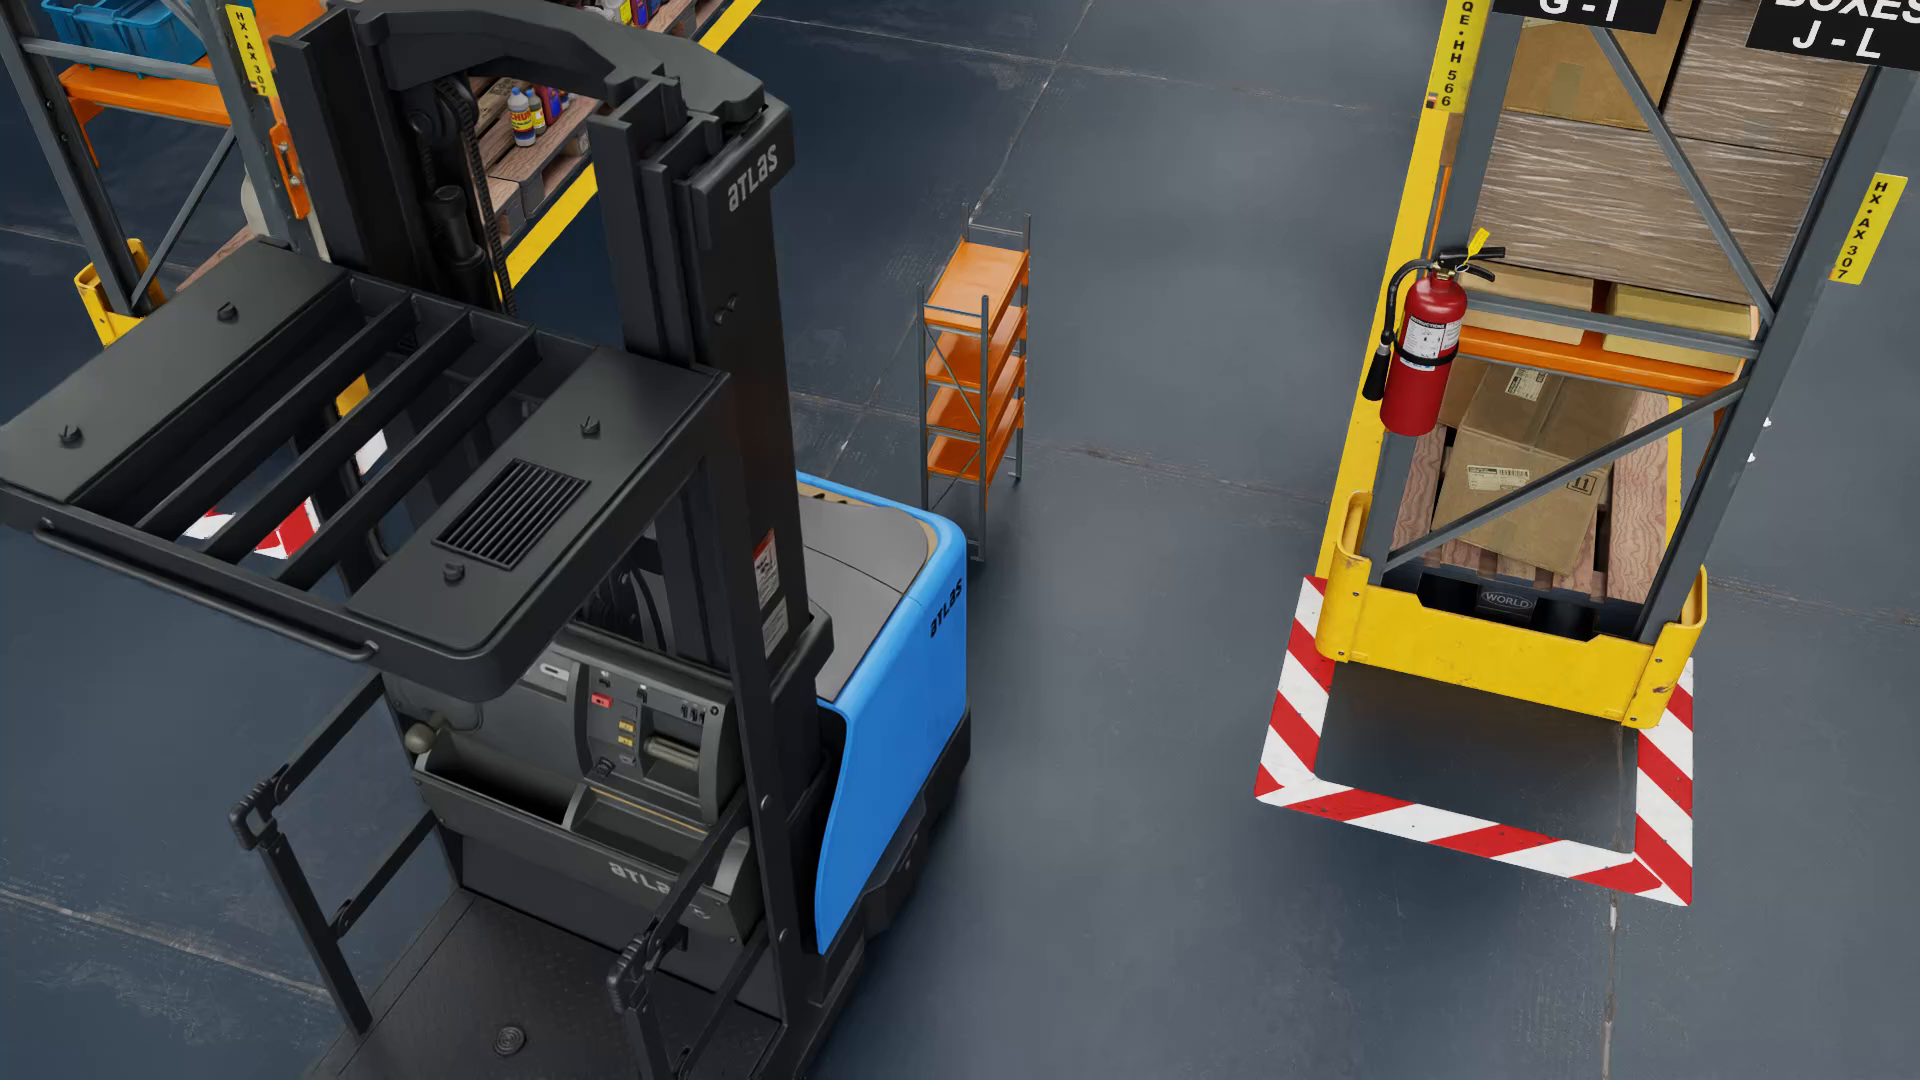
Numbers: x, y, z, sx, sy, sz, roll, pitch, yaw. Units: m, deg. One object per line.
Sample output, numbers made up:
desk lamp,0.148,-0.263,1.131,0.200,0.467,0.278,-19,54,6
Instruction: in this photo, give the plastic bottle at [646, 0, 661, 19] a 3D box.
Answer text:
plastic bottle,-1.665,-2.918,8.667,0.144,0.351,0.185,10,45,10

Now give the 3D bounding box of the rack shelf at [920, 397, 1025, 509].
rack shelf,0.050,-0.349,6.129,0.258,0.148,0.480,13,46,13

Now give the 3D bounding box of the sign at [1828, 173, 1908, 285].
sign,2.339,-0.805,4.309,0.100,0.325,0.005,13,46,13

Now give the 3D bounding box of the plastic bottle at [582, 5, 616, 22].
plastic bottle,-1.816,-2.569,8.363,0.152,0.276,0.135,13,46,13

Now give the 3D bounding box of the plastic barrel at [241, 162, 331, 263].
plastic barrel,-2.772,-1.375,6.989,0.421,0.512,0.421,0,44,0

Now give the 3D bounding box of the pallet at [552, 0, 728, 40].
pallet,-1.930,-2.890,9.053,1.003,0.211,1.213,13,46,13

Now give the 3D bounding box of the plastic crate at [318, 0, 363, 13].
plastic crate,-2.321,-2.094,6.433,0.298,0.136,0.250,13,46,13

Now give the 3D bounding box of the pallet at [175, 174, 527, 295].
pallet,-2.669,-1.264,7.391,1.003,0.211,1.213,13,46,13

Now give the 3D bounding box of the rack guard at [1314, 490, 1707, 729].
rack guard,1.845,0.232,5.655,1.175,0.500,0.348,13,46,13

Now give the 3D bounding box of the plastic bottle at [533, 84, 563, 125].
plastic bottle,-1.966,-2.136,7.915,0.061,0.283,0.133,13,46,13

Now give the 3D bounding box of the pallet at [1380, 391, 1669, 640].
pallet,2.125,-0.199,6.302,1.003,0.211,1.213,13,46,13

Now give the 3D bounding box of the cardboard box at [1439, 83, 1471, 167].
cardboard box,2.052,-1.472,5.325,0.875,0.500,0.500,13,46,13

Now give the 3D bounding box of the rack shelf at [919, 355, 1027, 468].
rack shelf,0.050,-0.491,5.990,0.258,0.148,0.480,13,46,13

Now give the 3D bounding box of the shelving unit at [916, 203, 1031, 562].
shelving unit,0.050,-0.539,5.943,0.258,1.200,0.503,13,46,13

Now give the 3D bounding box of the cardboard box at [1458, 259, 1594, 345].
cardboard box,1.712,-0.754,5.056,0.380,0.149,0.250,13,46,13

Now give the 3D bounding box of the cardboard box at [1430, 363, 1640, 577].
cardboard box,2.027,-0.280,5.878,0.500,0.500,0.500,21,48,20

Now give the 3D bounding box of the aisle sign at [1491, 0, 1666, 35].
aisle sign,1.517,-1.562,3.843,0.394,0.787,0.004,13,46,13

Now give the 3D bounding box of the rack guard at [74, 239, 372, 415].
rack guard,-2.920,-0.827,6.737,1.175,0.500,0.348,13,46,13

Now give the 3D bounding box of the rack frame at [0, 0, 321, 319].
rack frame,-2.898,-1.660,5.801,1.000,3.000,0.127,13,46,13

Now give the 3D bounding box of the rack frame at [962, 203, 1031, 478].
rack frame,0.124,-0.702,6.109,0.240,1.200,0.015,13,46,13

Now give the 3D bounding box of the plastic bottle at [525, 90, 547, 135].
plastic bottle,-2.021,-2.028,7.864,0.097,0.201,0.097,0,44,0

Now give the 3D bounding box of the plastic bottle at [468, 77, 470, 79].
plastic bottle,-2.491,-2.374,8.218,0.097,0.201,0.097,0,44,0

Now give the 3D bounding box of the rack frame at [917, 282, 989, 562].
rack frame,-0.024,-0.377,5.777,0.240,1.200,0.015,13,46,13

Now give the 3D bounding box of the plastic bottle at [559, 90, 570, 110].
plastic bottle,-1.948,-2.213,8.003,0.097,0.271,0.097,0,44,0

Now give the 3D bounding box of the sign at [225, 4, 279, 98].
sign,-2.375,-1.639,5.582,0.100,0.325,0.005,13,46,13

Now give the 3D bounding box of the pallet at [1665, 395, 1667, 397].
pallet,2.496,-1.009,7.130,1.003,0.211,1.213,13,46,13

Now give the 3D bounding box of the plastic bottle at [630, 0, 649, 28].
plastic bottle,-1.675,-2.777,8.570,0.061,0.283,0.133,15,46,15

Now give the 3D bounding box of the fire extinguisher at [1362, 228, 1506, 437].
fire extinguisher,1.348,-0.604,4.778,0.296,0.674,0.183,13,46,13

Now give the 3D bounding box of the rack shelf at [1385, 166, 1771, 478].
rack shelf,2.428,-1.687,6.343,1.077,0.370,4.000,13,46,13

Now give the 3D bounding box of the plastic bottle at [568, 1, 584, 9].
plastic bottle,-1.918,-2.593,8.383,0.061,0.283,0.133,13,46,13

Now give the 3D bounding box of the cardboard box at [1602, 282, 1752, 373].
cardboard box,2.136,-0.660,4.960,0.380,0.149,0.250,13,46,13

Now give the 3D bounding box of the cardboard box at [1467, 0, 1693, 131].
cardboard box,1.753,-1.529,4.669,0.500,0.500,0.500,13,46,13

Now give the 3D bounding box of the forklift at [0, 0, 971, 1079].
forklift,-1.032,0.472,3.672,1.130,2.935,3.031,17,47,17

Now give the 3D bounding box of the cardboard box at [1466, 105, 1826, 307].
cardboard box,2.015,-1.113,4.959,0.875,0.500,0.500,13,46,13

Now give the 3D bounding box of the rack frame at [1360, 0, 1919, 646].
rack frame,1.822,-0.611,4.729,1.000,3.000,0.127,13,46,13

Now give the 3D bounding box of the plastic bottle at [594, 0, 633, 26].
plastic bottle,-1.763,-2.703,8.447,0.144,0.351,0.185,12,46,12

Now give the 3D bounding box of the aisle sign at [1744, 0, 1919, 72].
aisle sign,2.089,-1.435,3.713,0.394,0.787,0.004,13,46,13

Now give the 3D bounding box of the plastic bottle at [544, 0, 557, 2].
plastic bottle,-2.189,-3.056,8.807,0.144,0.351,0.185,13,46,13

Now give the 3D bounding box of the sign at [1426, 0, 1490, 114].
sign,1.299,-1.268,4.348,0.100,0.325,0.005,13,46,13

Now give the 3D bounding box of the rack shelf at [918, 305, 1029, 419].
rack shelf,0.050,-0.651,5.834,0.258,0.148,0.480,13,46,13

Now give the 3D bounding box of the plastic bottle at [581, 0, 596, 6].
plastic bottle,-1.869,-2.683,8.475,0.061,0.283,0.133,13,46,13

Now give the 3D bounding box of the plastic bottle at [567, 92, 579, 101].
plastic bottle,-1.918,-2.279,8.071,0.097,0.271,0.097,0,44,0

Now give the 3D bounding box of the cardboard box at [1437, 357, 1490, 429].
cardboard box,2.176,-0.686,6.293,0.500,0.500,0.500,24,49,23

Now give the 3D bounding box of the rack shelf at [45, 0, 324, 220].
rack shelf,-2.293,-2.736,7.415,1.077,0.370,4.000,13,46,13

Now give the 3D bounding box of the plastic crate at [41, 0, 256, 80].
plastic crate,-3.032,-2.003,6.259,0.499,0.251,0.616,13,46,13

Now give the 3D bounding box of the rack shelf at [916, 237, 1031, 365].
rack shelf,0.050,-0.820,5.668,0.258,0.148,0.480,13,46,13

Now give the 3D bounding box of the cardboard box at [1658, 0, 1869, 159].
cardboard box,2.248,-1.419,4.556,0.500,0.500,0.500,13,46,13

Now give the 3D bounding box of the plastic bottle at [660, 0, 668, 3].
plastic bottle,-1.607,-3.046,8.797,0.144,0.351,0.185,11,46,11

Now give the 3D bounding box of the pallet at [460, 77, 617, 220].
pallet,-2.298,-2.074,8.219,1.003,0.211,1.213,13,46,13

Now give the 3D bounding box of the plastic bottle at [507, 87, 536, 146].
plastic bottle,-2.052,-1.984,7.769,0.097,0.271,0.097,0,44,0
